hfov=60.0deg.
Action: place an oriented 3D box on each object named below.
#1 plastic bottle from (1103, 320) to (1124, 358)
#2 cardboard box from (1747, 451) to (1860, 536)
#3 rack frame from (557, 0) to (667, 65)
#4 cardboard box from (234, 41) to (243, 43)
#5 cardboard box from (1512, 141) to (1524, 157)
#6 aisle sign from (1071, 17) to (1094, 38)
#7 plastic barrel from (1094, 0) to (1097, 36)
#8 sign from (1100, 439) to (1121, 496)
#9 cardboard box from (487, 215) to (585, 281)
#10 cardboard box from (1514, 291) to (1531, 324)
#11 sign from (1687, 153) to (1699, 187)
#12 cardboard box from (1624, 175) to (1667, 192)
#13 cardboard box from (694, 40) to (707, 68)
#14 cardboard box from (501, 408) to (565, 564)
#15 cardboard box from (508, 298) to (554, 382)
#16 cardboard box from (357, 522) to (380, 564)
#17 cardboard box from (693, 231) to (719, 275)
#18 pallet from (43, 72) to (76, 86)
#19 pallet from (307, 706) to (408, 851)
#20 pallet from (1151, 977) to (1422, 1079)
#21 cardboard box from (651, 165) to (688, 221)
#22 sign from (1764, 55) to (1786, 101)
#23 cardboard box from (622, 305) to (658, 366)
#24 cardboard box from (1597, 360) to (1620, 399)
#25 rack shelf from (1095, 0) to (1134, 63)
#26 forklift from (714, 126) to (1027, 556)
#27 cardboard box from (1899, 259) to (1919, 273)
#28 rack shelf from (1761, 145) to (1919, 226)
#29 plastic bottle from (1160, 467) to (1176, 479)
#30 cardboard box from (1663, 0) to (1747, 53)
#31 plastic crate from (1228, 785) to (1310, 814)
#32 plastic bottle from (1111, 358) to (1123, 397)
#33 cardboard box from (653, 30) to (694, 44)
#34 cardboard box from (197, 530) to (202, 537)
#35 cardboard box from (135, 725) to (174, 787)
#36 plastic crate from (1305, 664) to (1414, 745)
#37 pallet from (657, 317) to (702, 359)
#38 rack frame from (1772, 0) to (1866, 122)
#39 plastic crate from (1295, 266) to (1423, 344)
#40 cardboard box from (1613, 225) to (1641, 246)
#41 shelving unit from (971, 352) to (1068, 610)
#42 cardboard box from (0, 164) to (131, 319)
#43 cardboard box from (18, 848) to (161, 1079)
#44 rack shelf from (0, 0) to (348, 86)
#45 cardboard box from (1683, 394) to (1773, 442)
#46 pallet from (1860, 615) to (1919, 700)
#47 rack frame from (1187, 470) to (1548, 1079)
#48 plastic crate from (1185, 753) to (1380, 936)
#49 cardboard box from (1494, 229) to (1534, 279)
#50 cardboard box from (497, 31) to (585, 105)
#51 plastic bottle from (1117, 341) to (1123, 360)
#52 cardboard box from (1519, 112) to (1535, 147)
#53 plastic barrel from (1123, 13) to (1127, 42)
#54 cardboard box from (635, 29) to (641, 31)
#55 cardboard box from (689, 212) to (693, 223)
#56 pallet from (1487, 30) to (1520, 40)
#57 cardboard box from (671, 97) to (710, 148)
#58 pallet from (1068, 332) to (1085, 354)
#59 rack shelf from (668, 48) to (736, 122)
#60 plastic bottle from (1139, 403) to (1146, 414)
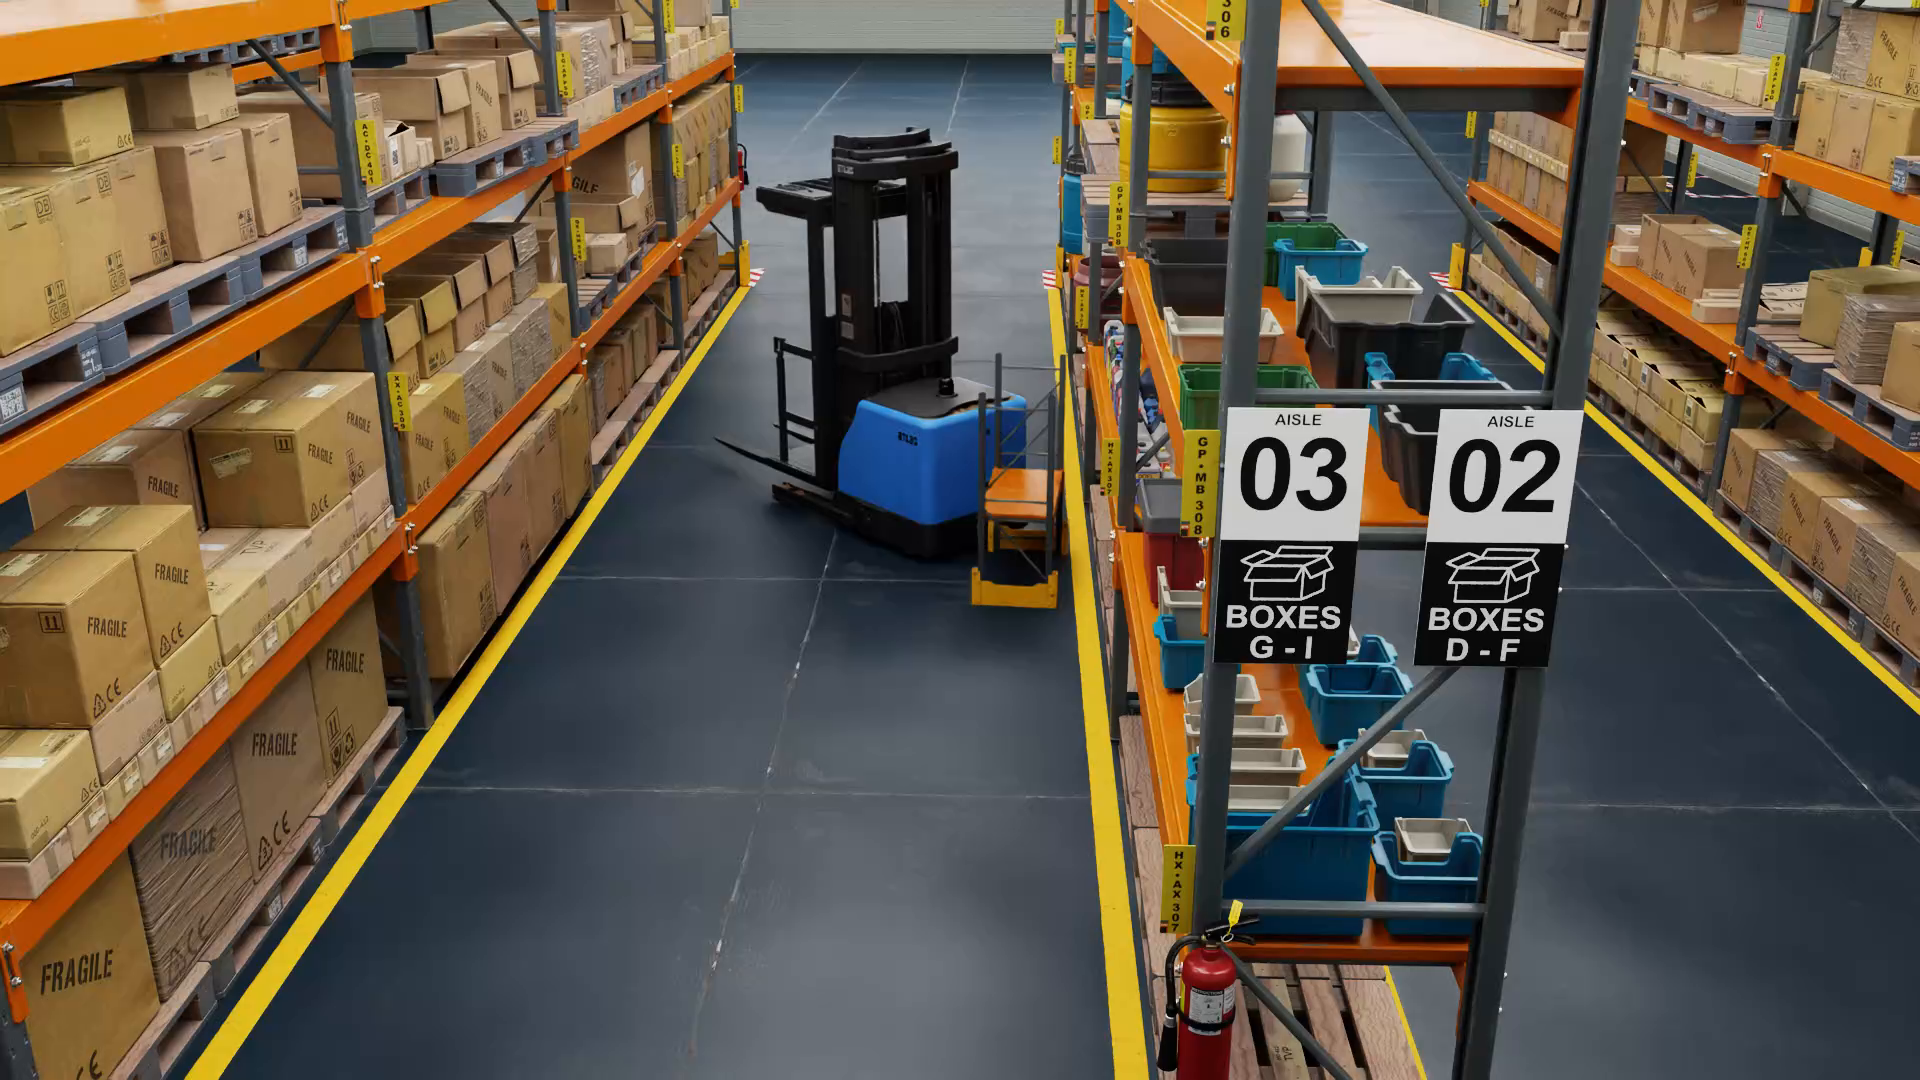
[{"bbox_3d":[1.150,-1.493,12.401,0.152,0.276,0.135,1,21,2],"label":"plastic bottle"},{"bbox_3d":[6.127,-0.337,12.097,0.500,0.500,0.500,0,21,0],"label":"cardboard box"},{"bbox_3d":[-3.343,-6.001,15.556,1.000,3.000,0.127,1,21,2],"label":"rack frame"},{"bbox_3d":[-7.910,-5.408,17.801,0.380,0.149,0.250,1,21,2],"label":"cardboard box"},{"bbox_3d":[6.423,-4.377,18.627,0.380,0.149,0.250,0,21,0],"label":"cardboard box"},{"bbox_3d":[1.439,-5.837,19.833,0.394,0.787,0.004,1,21,2],"label":"aisle sign"},{"bbox_3d":[1.842,-6.213,19.075,0.600,0.830,0.708,1,21,2],"label":"plastic barrel"},{"bbox_3d":[0.815,-0.393,9.013,0.100,0.325,0.005,1,21,2],"label":"sign"},{"bbox_3d":[-3.571,-2.399,13.847,0.700,0.500,0.500,4,22,10],"label":"cardboard box"},{"bbox_3d":[6.380,-2.540,18.148,0.500,0.250,0.500,1,21,2],"label":"cardboard box"},{"bbox_3d":[7.101,-3.594,16.155,0.100,0.325,0.005,1,21,2],"label":"sign"},{"bbox_3d":[6.760,-3.538,16.466,0.380,0.149,0.250,1,21,2],"label":"cardboard box"},{"bbox_3d":[-3.028,-5.254,17.985,0.500,0.250,0.500,0,21,1],"label":"cardboard box"},{"bbox_3d":[-3.541,-0.392,11.749,1.225,0.875,0.875,1,21,2],"label":"cardboard box"},{"bbox_3d":[-3.253,-1.443,11.964,0.500,0.500,0.500,0,21,1],"label":"cardboard box"},{"bbox_3d":[-3.276,0.012,8.698,0.380,0.149,0.250,1,21,3],"label":"cardboard box"},{"bbox_3d":[-3.257,-3.455,20.163,0.500,0.500,0.500,5,22,12],"label":"cardboard box"},{"bbox_3d":[-8.276,-4.273,15.512,0.805,0.209,1.217,0,21,-1],"label":"pallet"},{"bbox_3d":[-3.688,1.262,8.984,1.003,0.211,1.213,1,21,2],"label":"pallet"},{"bbox_3d":[1.307,2.191,6.590,1.003,0.211,1.213,1,21,2],"label":"pallet"},{"bbox_3d":[-3.267,-3.552,16.986,0.875,0.500,0.500,1,21,2],"label":"cardboard box"},{"bbox_3d":[5.883,-3.333,12.002,0.100,0.325,0.005,1,21,2],"label":"sign"},{"bbox_3d":[-3.383,-2.022,16.442,0.700,0.500,0.500,-1,21,-3],"label":"cardboard box"},{"bbox_3d":[6.269,-1.493,15.450,0.500,0.250,0.500,0,21,0],"label":"cardboard box"},{"bbox_3d":[1.425,-3.255,10.026,1.077,0.370,4.000,1,21,2],"label":"rack shelf"},{"bbox_3d":[-0.841,-1.702,12.862,1.130,2.935,3.031,-18,27,-38],"label":"forklift"},{"bbox_3d":[11.521,-3.190,19.711,0.500,0.311,0.500,-2,21,-4],"label":"cardboard box"},{"bbox_3d":[6.376,-1.988,10.353,1.077,0.370,4.000,1,21,2],"label":"rack shelf"},{"bbox_3d":[1.179,-0.316,9.472,0.097,0.201,0.097,0,21,0],"label":"plastic bottle"},{"bbox_3d":[6.506,-4.539,14.524,0.500,0.500,0.500,3,21,7],"label":"cardboard box"},{"bbox_3d":[1.087,0.987,6.120,0.396,0.136,0.243,1,21,2],"label":"plastic crate"},{"bbox_3d":[1.091,-1.115,11.434,0.097,0.271,0.097,0,21,0],"label":"plastic bottle"},{"bbox_3d":[-3.023,-5.305,17.564,0.380,0.149,0.250,0,21,1],"label":"cardboard box"},{"bbox_3d":[-3.893,0.154,7.783,0.500,0.250,0.500,1,21,3],"label":"cardboard box"},{"bbox_3d":[-3.347,0.847,6.546,0.380,0.149,0.250,0,21,1],"label":"cardboard box"},{"bbox_3d":[1.619,0.677,6.785,0.416,0.233,0.300,1,21,2],"label":"plastic crate"},{"bbox_3d":[-3.358,-2.148,17.772,1.003,0.211,1.213,1,21,2],"label":"pallet"},{"bbox_3d":[6.437,-4.445,11.544,1.000,3.000,0.127,1,21,2],"label":"rack frame"},{"bbox_3d":[1.619,-0.952,6.853,0.437,0.282,0.530,1,21,2],"label":"plastic crate"},{"bbox_3d":[6.587,-2.846,15.923,0.500,0.250,0.500,2,21,5],"label":"cardboard box"},{"bbox_3d":[0.435,-0.433,11.571,0.587,1.500,1.083,3,21,7],"label":"shelving unit"},{"bbox_3d":[-3.641,-1.131,6.294,0.700,0.500,0.500,-1,21,-2],"label":"cardboard box"},{"bbox_3d":[-3.768,1.697,6.366,0.875,0.875,0.875,1,21,2],"label":"cardboard box"},{"bbox_3d":[-3.647,-1.864,6.440,1.077,0.370,4.000,1,21,2],"label":"rack shelf"},{"bbox_3d":[6.207,-1.015,13.444,0.500,0.311,0.500,1,21,3],"label":"cardboard box"},{"bbox_3d":[6.302,0.804,10.165,1.003,0.211,1.213,1,21,2],"label":"pallet"},{"bbox_3d":[1.243,1.189,5.318,1.000,3.000,0.127,1,21,2],"label":"rack frame"},{"bbox_3d":[1.066,1.021,5.618,0.616,0.435,0.499,1,21,2],"label":"plastic crate"},{"bbox_3d":[6.426,-3.251,18.944,0.500,0.500,0.500,1,21,2],"label":"cardboard box"},{"bbox_3d":[-3.193,-3.603,12.693,0.500,0.500,0.500,1,21,2],"label":"cardboard box"},{"bbox_3d":[1.166,-1.281,11.862,0.097,0.271,0.097,0,21,0],"label":"plastic bottle"},{"bbox_3d":[6.627,-4.631,18.387,0.700,0.500,0.500,1,21,2],"label":"cardboard box"},{"bbox_3d":[1.809,-4.596,15.387,0.600,0.901,0.708,1,21,2],"label":"plastic barrel"},{"bbox_3d":[-3.587,-5.316,17.593,0.380,0.149,0.250,2,21,4],"label":"cardboard box"},{"bbox_3d":[-3.037,-3.433,17.578,0.380,0.149,0.250,1,21,2],"label":"cardboard box"},{"bbox_3d":[6.633,-5.642,18.899,1.003,0.211,1.213,1,21,2],"label":"pallet"},{"bbox_3d":[-3.042,-4.558,18.198,0.500,0.500,0.500,1,21,2],"label":"cardboard box"},{"bbox_3d":[1.670,-2.092,17.629,1.003,0.211,1.213,1,21,2],"label":"pallet"},{"bbox_3d":[-3.282,-4.991,18.092,1.077,0.370,4.000,1,21,2],"label":"rack shelf"},{"bbox_3d":[1.084,-0.709,10.380,0.152,0.276,0.135,1,21,2],"label":"plastic bottle"}]
